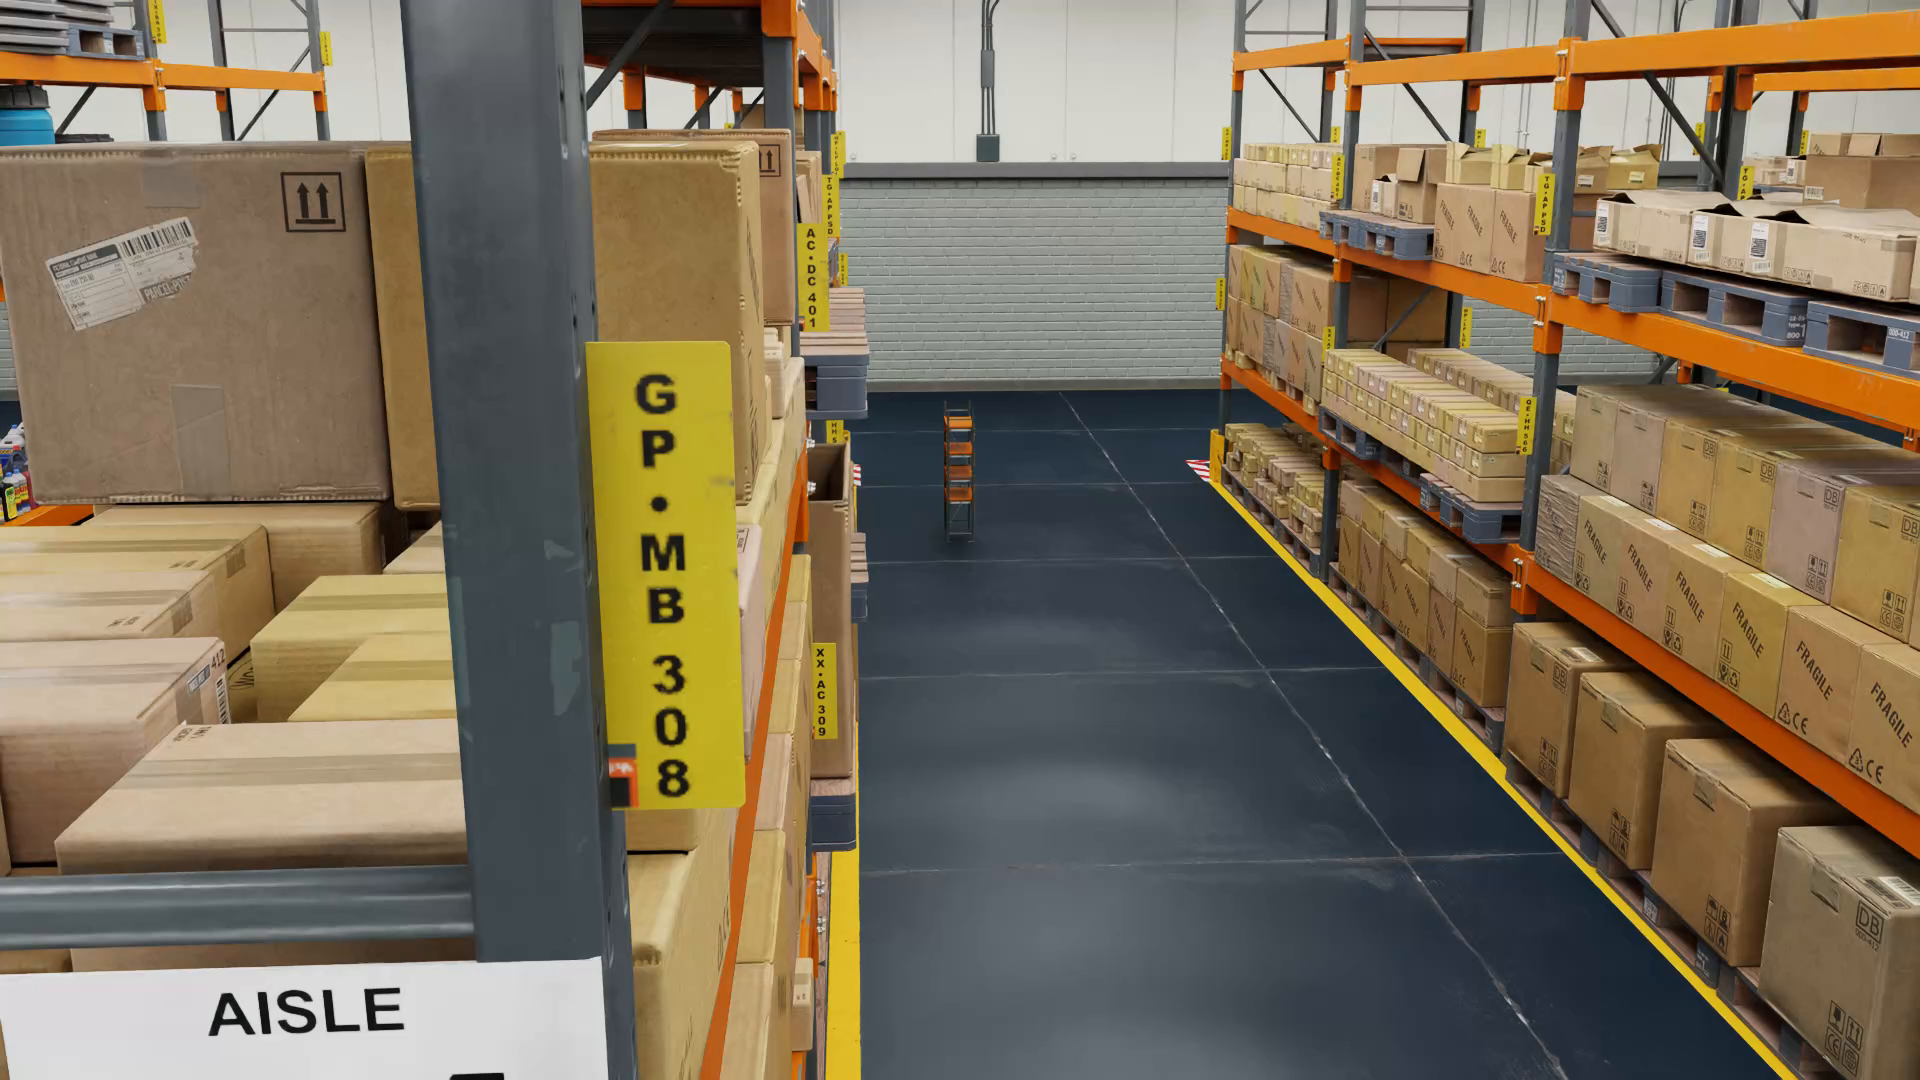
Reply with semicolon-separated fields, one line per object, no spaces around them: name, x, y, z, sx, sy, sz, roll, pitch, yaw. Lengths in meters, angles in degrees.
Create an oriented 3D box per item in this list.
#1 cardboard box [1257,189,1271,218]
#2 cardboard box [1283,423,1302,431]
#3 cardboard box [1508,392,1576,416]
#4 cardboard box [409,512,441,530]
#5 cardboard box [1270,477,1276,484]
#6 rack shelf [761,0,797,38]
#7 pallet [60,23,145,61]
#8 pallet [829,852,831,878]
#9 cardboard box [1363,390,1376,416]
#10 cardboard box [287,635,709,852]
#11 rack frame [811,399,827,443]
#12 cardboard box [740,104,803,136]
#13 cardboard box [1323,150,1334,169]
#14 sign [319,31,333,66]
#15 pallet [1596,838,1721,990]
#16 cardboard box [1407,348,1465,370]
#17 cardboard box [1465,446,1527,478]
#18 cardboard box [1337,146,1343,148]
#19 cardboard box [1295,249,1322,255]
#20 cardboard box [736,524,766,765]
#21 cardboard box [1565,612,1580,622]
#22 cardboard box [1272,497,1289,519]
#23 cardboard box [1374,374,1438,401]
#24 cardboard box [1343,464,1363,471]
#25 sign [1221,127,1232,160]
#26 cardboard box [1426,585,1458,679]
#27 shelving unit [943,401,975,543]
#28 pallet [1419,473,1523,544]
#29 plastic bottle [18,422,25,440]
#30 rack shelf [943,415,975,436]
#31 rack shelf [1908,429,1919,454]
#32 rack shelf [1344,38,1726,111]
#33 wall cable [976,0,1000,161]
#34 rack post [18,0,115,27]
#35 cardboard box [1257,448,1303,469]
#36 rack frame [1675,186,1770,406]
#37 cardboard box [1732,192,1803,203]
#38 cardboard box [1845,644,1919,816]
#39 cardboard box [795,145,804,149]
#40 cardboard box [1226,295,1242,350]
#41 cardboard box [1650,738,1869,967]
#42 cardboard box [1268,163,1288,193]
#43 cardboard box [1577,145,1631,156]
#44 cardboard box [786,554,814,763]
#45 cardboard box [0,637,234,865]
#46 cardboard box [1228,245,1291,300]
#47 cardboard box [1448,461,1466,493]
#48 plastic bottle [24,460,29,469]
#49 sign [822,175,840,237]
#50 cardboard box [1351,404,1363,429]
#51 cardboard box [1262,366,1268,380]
cardboard box;3.070;-3.123;15.424;0.500;0.250;0.500;-1;14;-5
cardboard box;3.510;-1.100;16.967;0.380;0.149;0.250;-1;14;-3
cardboard box;3.820;-0.876;10.880;0.380;0.149;0.250;0;14;-1
cardboard box;-1.118;0.041;3.129;0.500;0.250;0.500;-1;14;-4
cardboard box;3.141;-0.624;15.715;0.380;0.149;0.250;0;14;-1
rack shelf;-0.865;-1.139;2.845;1.077;0.370;4.000;-1;14;-3
pallet;-6.346;-3.409;11.399;1.003;0.211;1.213;-1;14;-3
pallet;-1.190;1.469;8.894;1.003;0.211;1.213;-1;14;-3
cardboard box;3.107;-0.983;11.890;0.380;0.149;0.250;0;14;-1
cardboard box;-0.447;0.202;1.701;0.380;0.149;0.250;-1;14;-2
rack frame;-1.237;-0.076;9.302;1.000;3.000;0.127;-1;14;-3
cardboard box;-1.537;-3.421;13.534;0.500;0.250;0.500;-2;15;-7
cardboard box;3.153;-3.077;13.443;0.380;0.149;0.250;-1;14;-2
sign;-6.128;-4.751;16.079;0.100;0.325;0.005;-1;14;-3
pallet;3.766;1.723;7.907;1.003;0.211;1.213;-1;14;-3
cardboard box;3.692;-1.395;12.897;0.380;0.149;0.250;0;14;-1
cardboard box;3.235;-0.469;9.894;0.380;0.149;0.250;-1;14;-2
cardboard box;3.611;-3.471;14.976;0.380;0.149;0.250;-1;14;-5
cardboard box;3.532;-2.558;16.144;0.500;0.500;0.500;-1;14;-5
cardboard box;-0.578;0.158;2.673;0.500;0.250;0.500;-1;14;-4
cardboard box;3.919;0.341;10.349;0.500;0.250;0.500;-2;15;-6
cardboard box;3.043;-0.295;15.031;0.380;0.149;0.250;-1;14;-4
cardboard box;3.118;-1.066;11.615;0.380;0.149;0.250;0;14;-1
cardboard box;3.661;-0.583;14.956;0.380;0.149;0.250;-1;14;-2
sign;2.683;-3.985;16.720;0.100;0.325;0.005;-1;14;-3
cardboard box;3.390;0.591;10.884;0.500;0.500;0.500;0;14;-1
shelving unit;-0.010;-0.622;15.037;0.258;1.200;0.503;-1;14;-3
pallet;3.569;-0.210;10.209;1.213;0.211;1.003;-1;14;-3
plastic bottle;-6.757;-0.722;12.063;0.152;0.276;0.135;-1;14;-3
rack shelf;-0.010;-1.003;14.939;0.258;0.148;0.480;-1;14;-3
rack shelf;8.530;-0.378;11.920;1.077;0.370;4.000;-1;14;-3
rack shelf;3.596;-2.988;10.827;1.077;0.370;4.000;-1;14;-3
wall cable;1.357;-7.989;21.559;2.277;5.999;0.120;-1;14;-3
rack post;-6.407;-3.653;11.317;0.937;0.300;0.954;-1;14;-4
cardboard box;3.019;-0.765;15.666;0.380;0.149;0.250;-1;14;-3
rack frame;8.158;-2.219;17.630;1.000;3.000;0.127;-1;14;-3
cardboard box;4.084;-1.534;8.082;0.500;0.311;0.500;-1;14;-3
cardboard box;3.668;0.693;6.112;0.500;0.500;0.500;-1;14;-4
cardboard box;-1.439;-2.631;12.170;0.700;0.500;0.500;-1;14;-2
cardboard box;2.976;-2.194;16.735;0.500;0.500;0.500;0;14;-1
cardboard box;3.783;1.360;7.391;1.050;0.750;0.750;-1;14;-3
cardboard box;3.078;-3.245;14.895;0.500;0.250;0.500;-1;14;-6
cardboard box;3.883;-2.295;10.171;0.396;0.266;0.258;-1;14;-3
cardboard box;-0.687;0.350;4.843;0.500;0.500;0.500;-1;14;-3
cardboard box;-0.969;0.210;1.673;0.380;0.149;0.250;-1;14;-5
cardboard box;2.987;-2.678;16.611;0.500;0.500;0.500;-1;14;-4
cardboard box;3.217;-0.387;10.171;0.380;0.149;0.250;-1;14;-4
plastic bottle;-5.970;-0.397;10.799;0.152;0.276;0.135;-1;14;-3
sign;-0.695;-1.787;8.895;0.100;0.325;0.005;-1;14;-3
cardboard box;3.086;-0.905;12.187;0.380;0.149;0.250;-1;14;-3
cardboard box;3.070;-1.587;15.681;0.380;0.149;0.250;-1;14;-5
